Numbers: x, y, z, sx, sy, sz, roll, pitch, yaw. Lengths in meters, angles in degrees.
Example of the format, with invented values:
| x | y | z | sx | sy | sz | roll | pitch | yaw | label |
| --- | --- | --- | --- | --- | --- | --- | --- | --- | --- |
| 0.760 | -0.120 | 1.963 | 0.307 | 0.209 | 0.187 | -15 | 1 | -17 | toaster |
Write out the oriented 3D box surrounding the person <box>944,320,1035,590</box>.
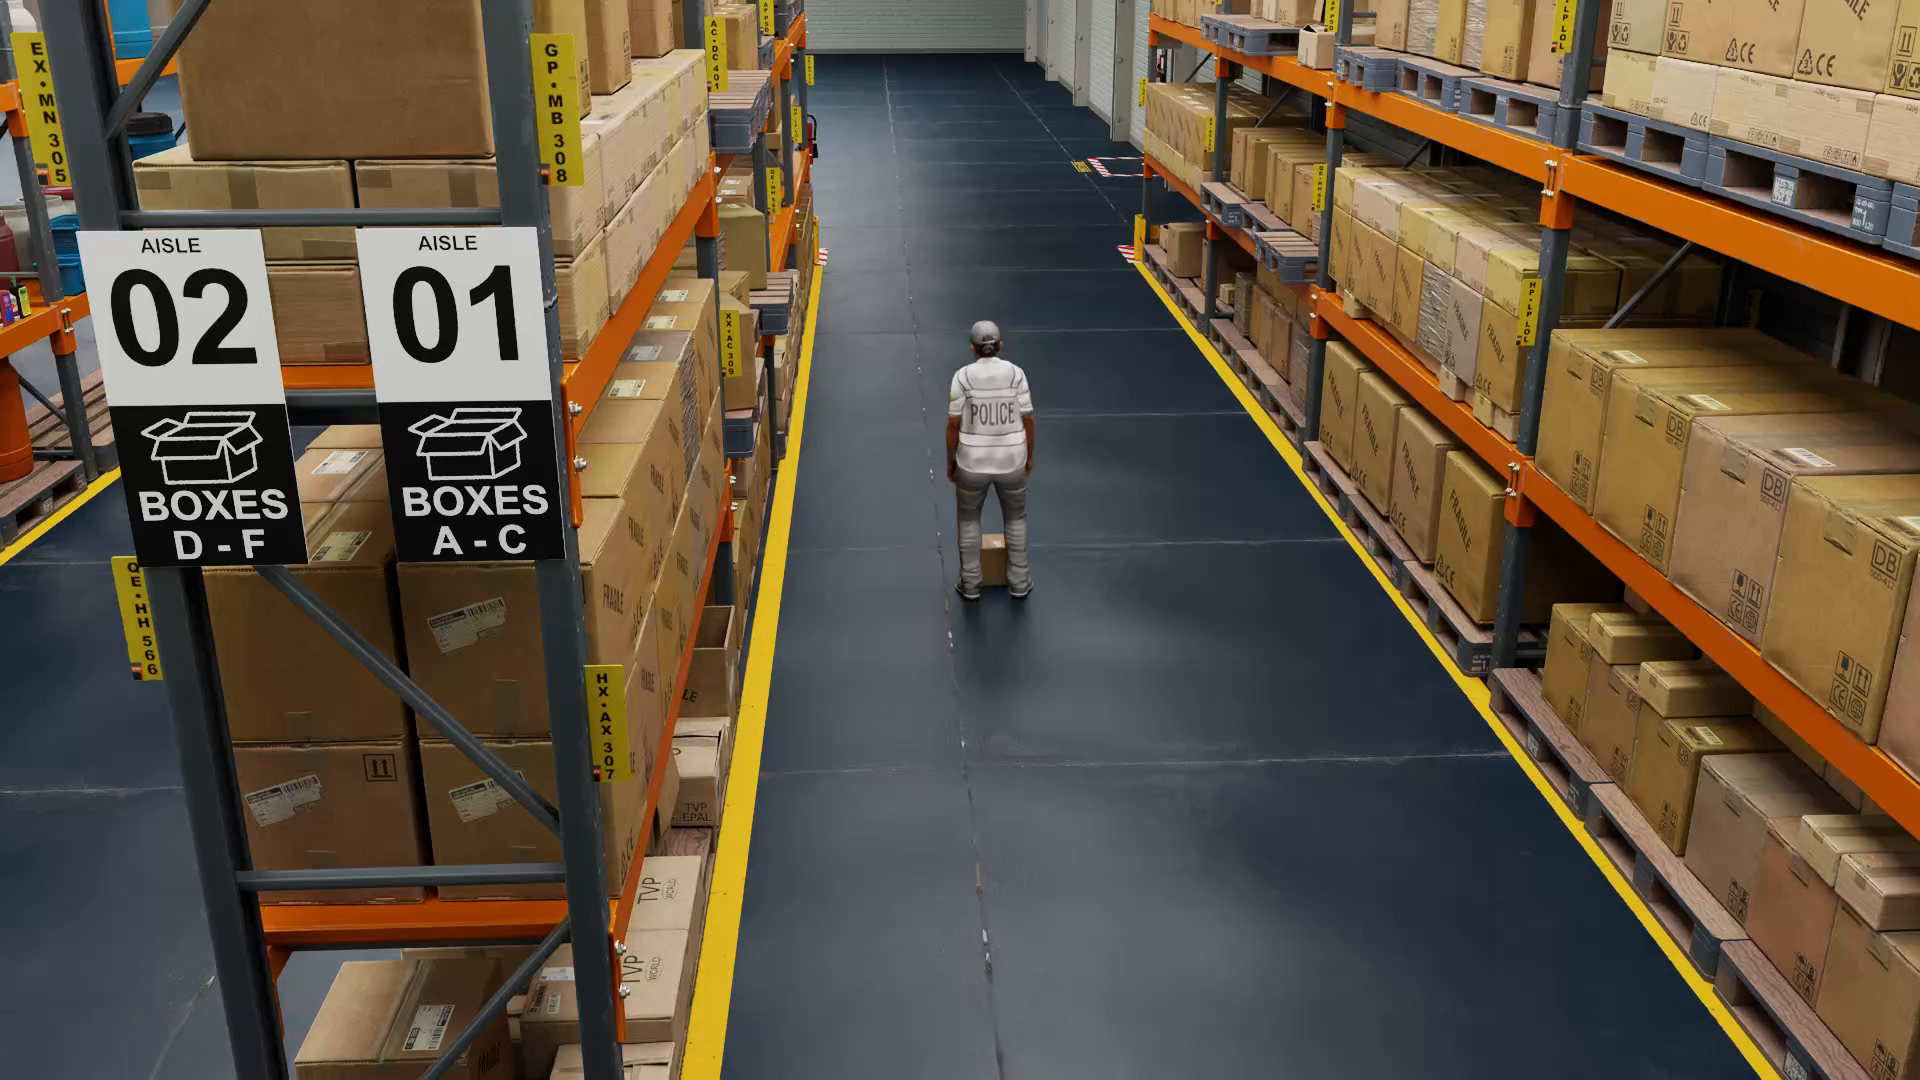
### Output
| x | y | z | sx | sy | sz | roll | pitch | yaw | label |
| --- | --- | --- | --- | --- | --- | --- | --- | --- | --- |
| 0.169 | -0.496 | 9.798 | 0.531 | 1.600 | 0.471 | -2 | 21 | -4 | person |
